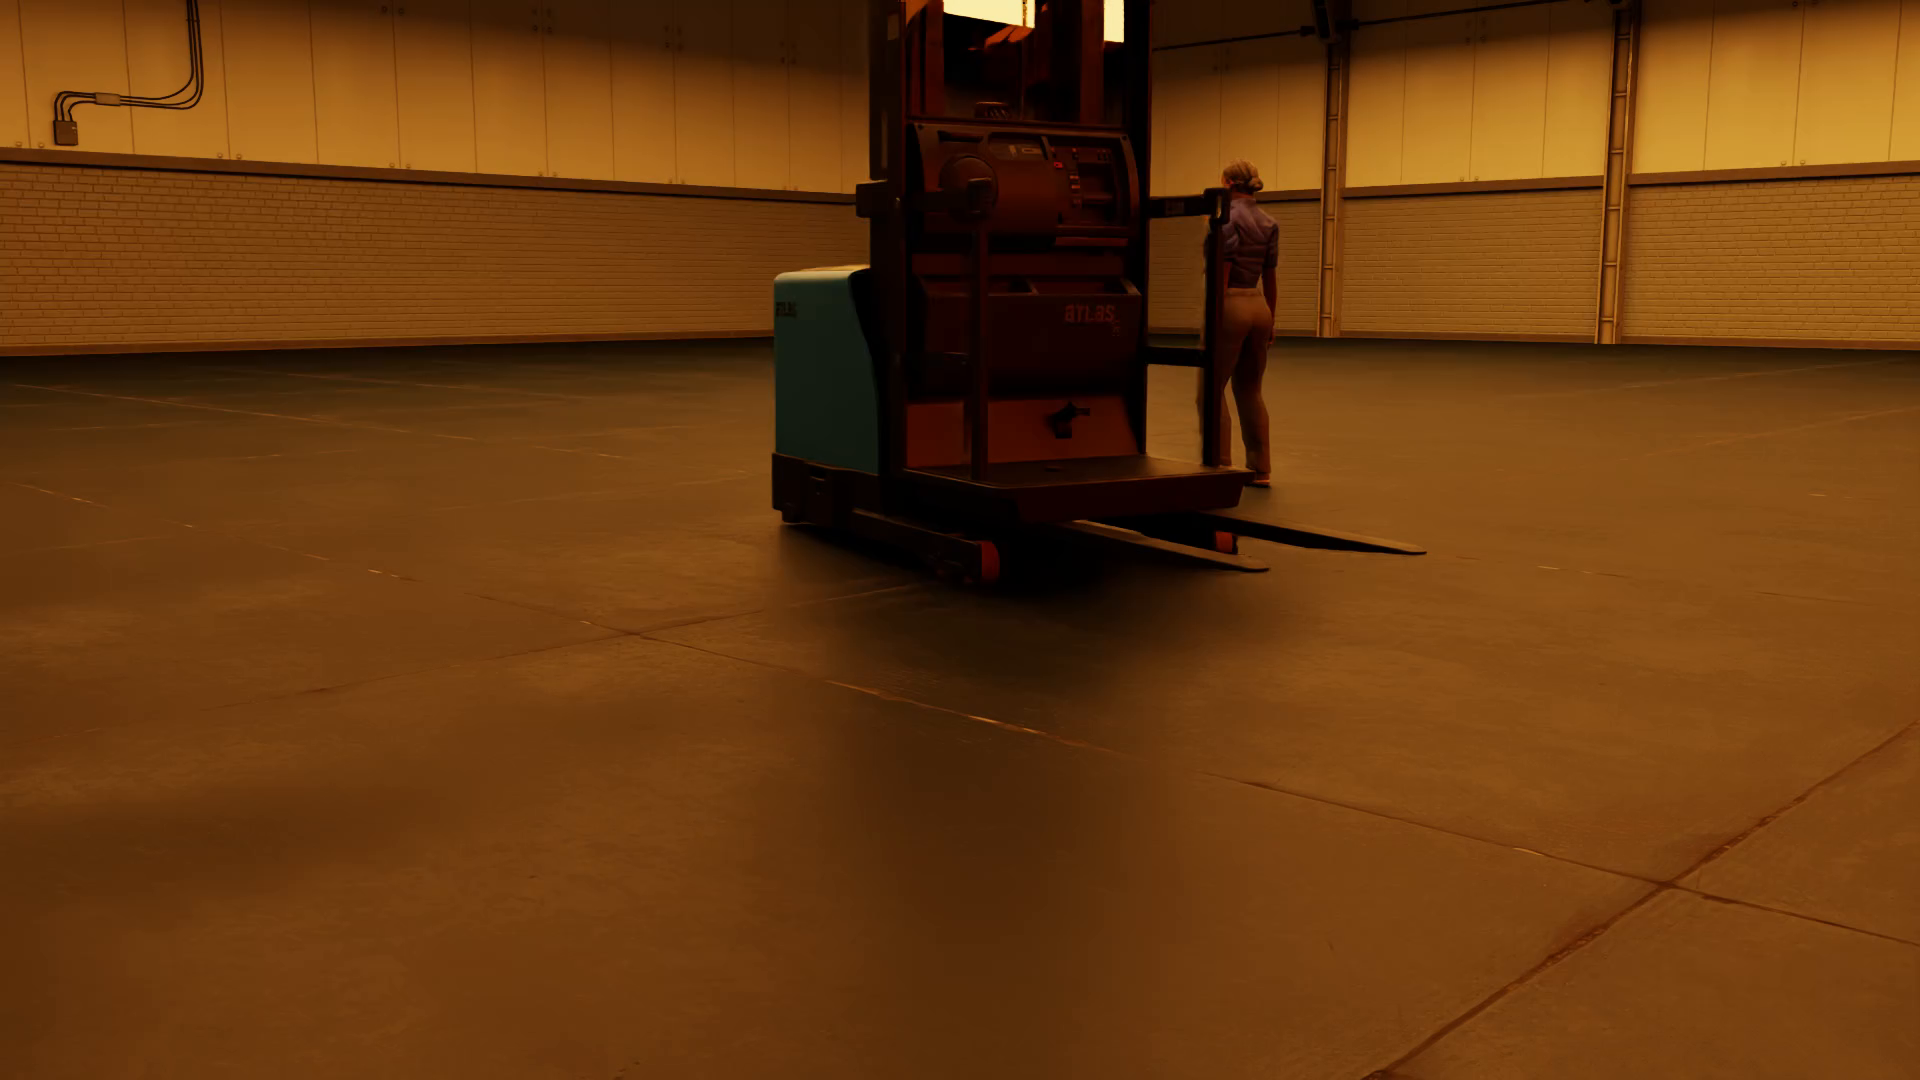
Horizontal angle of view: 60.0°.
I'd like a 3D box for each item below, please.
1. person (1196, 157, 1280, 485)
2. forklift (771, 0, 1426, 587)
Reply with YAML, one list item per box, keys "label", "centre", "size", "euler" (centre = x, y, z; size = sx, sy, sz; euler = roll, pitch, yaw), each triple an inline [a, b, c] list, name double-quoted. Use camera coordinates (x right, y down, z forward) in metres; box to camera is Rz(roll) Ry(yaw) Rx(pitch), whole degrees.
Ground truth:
- label: "person"
  centre: [1.385, -1.081, 8.382]
  size: [0.567, 1.663, 0.318]
  euler: [-7, 11, -39]
- label: "forklift"
  centre: [0.362, -1.365, 5.938]
  size: [1.130, 2.935, 3.031]
  euler: [-5, 10, -29]
